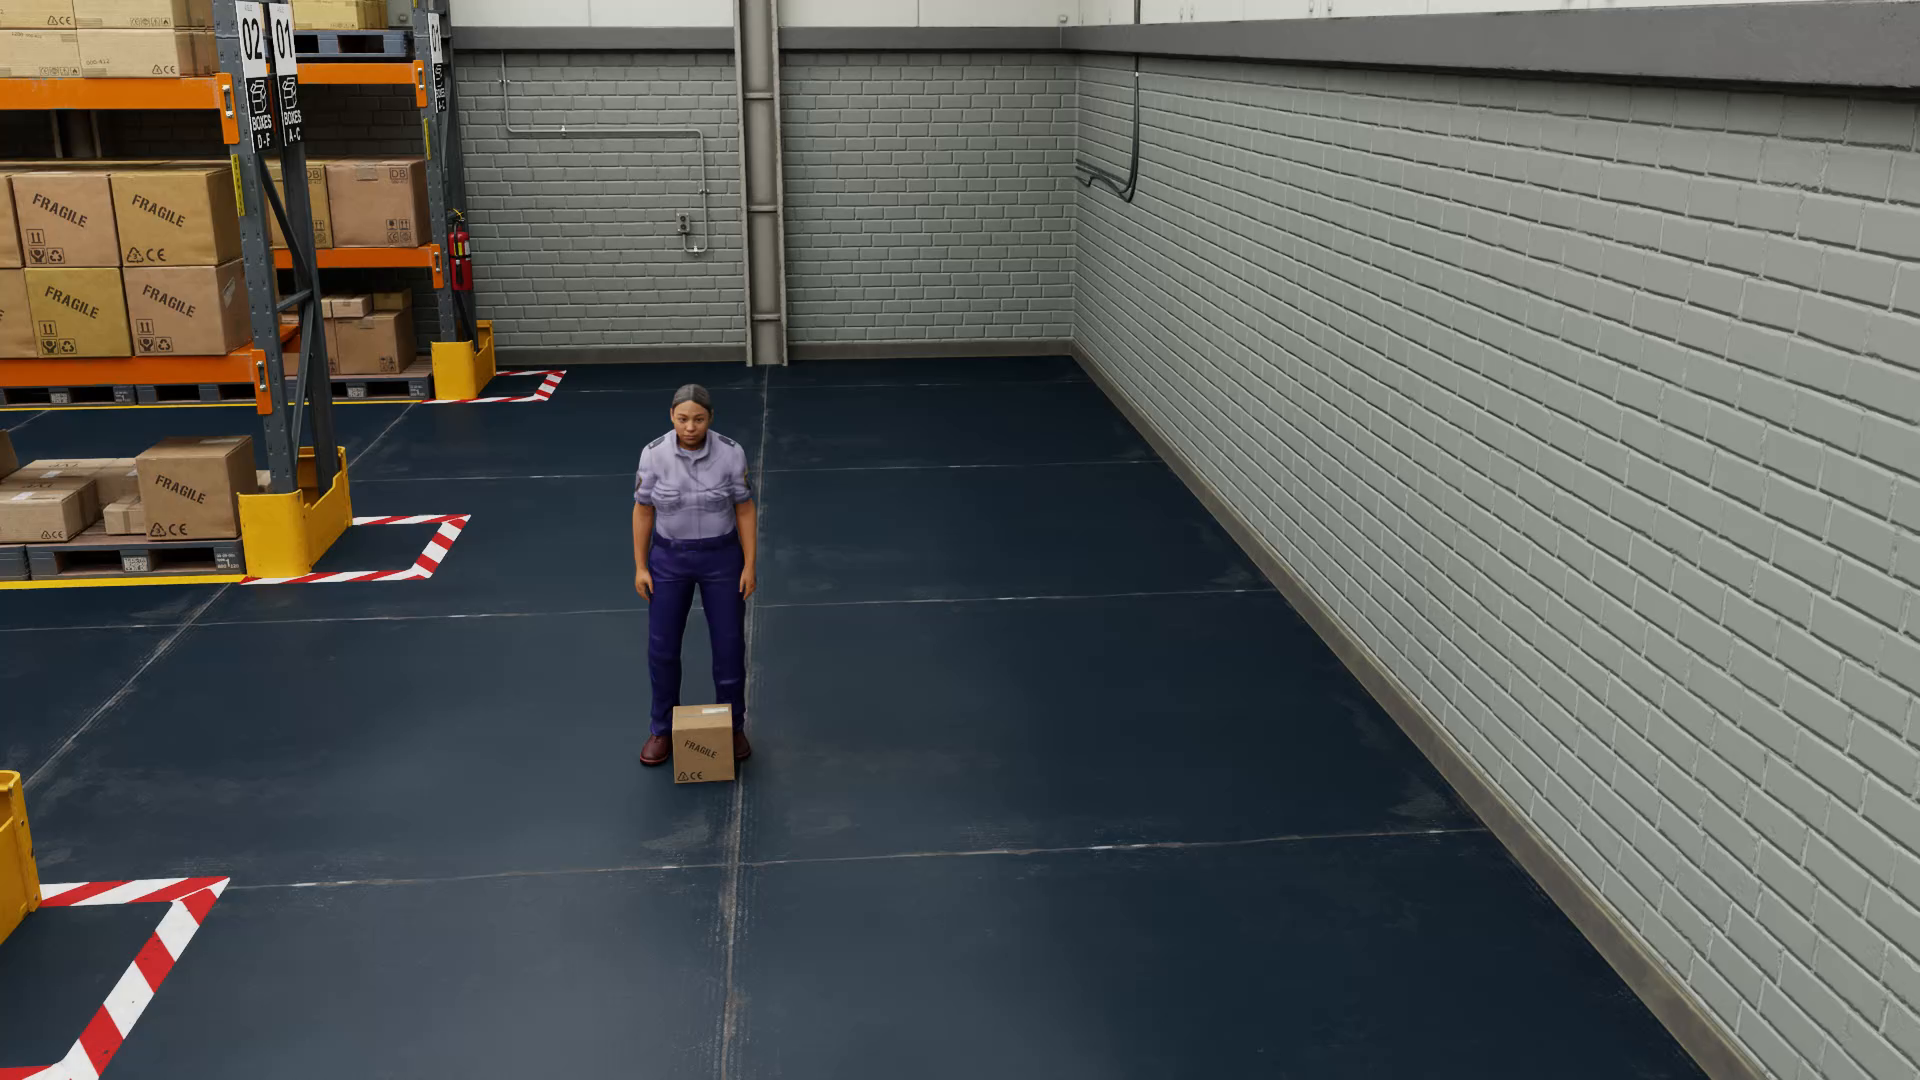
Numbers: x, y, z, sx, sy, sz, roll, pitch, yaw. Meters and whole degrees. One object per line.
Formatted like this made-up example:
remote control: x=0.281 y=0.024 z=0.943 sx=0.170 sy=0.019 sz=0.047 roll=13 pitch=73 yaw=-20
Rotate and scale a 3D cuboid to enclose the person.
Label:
person: x=-1.136 y=0.130 z=7.126 sx=0.540 sy=1.652 sz=0.369 roll=-2 pitch=17 yaw=-6
